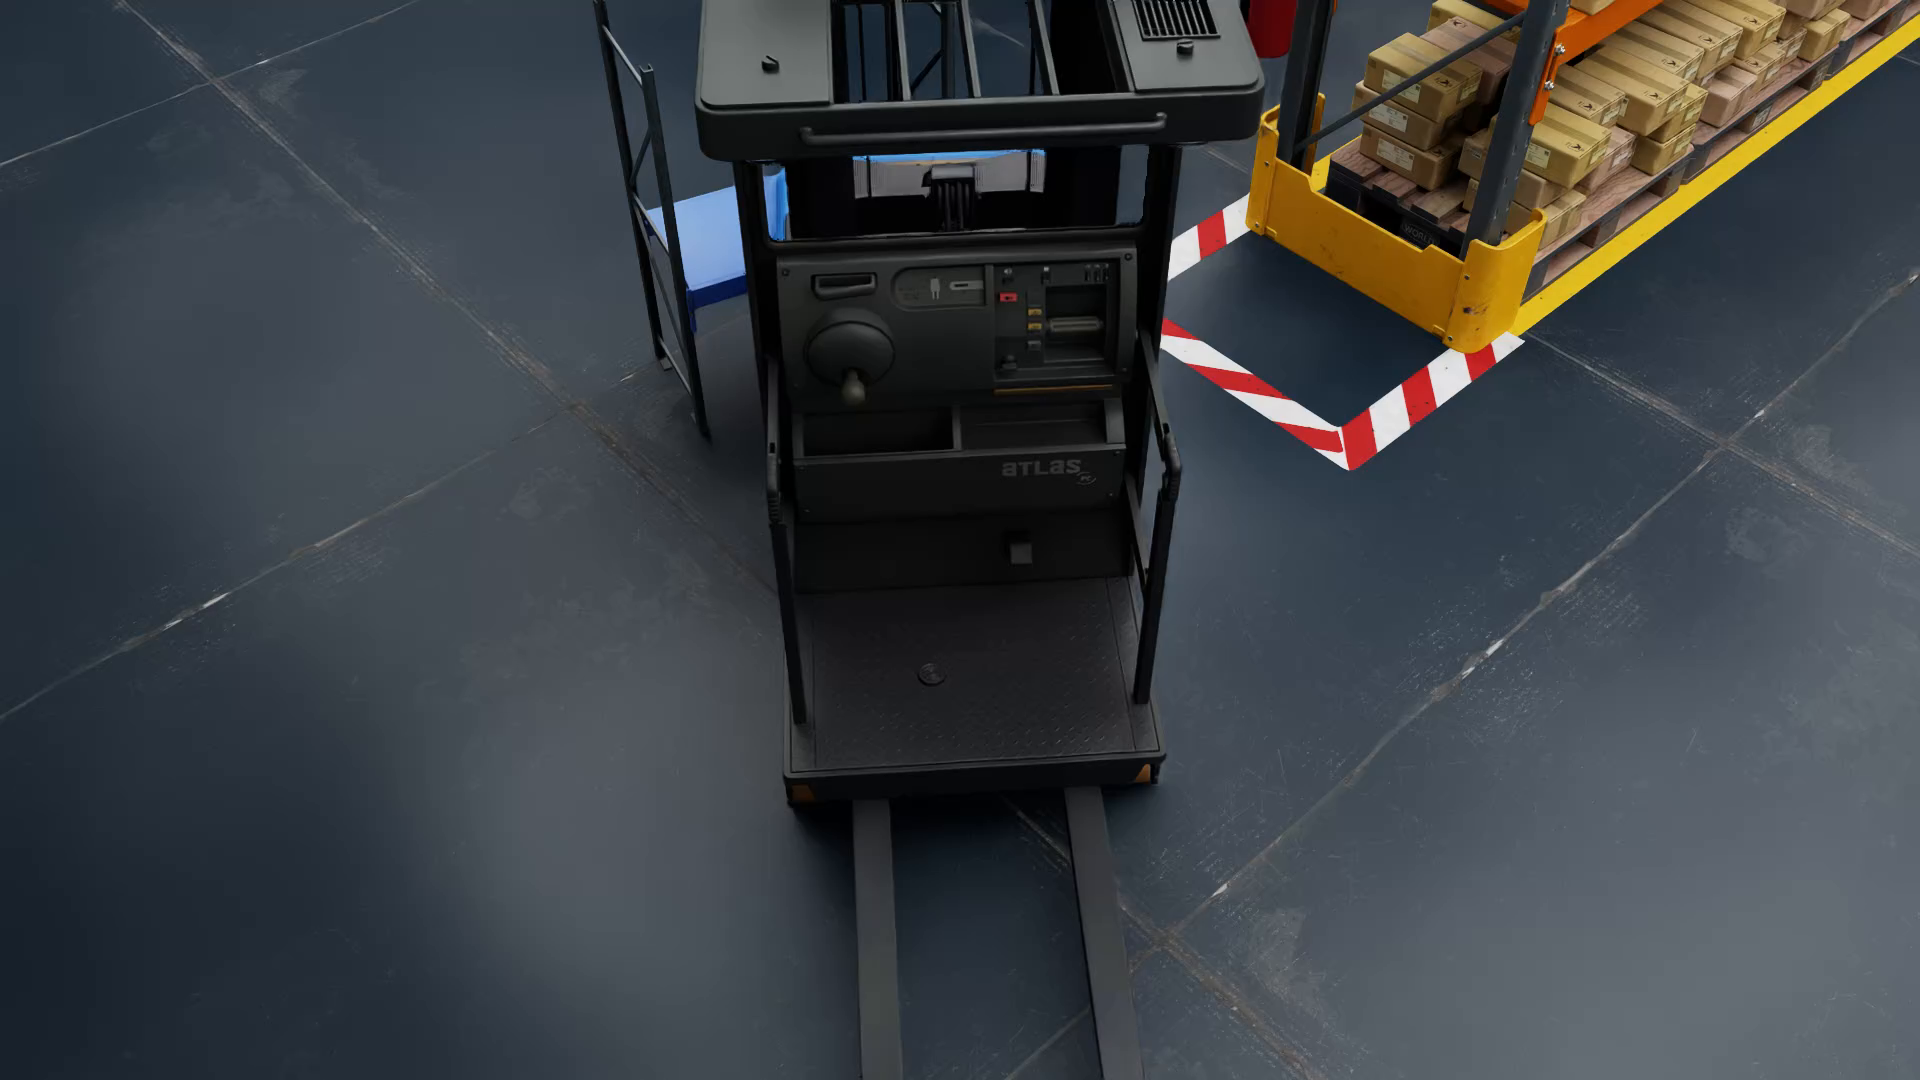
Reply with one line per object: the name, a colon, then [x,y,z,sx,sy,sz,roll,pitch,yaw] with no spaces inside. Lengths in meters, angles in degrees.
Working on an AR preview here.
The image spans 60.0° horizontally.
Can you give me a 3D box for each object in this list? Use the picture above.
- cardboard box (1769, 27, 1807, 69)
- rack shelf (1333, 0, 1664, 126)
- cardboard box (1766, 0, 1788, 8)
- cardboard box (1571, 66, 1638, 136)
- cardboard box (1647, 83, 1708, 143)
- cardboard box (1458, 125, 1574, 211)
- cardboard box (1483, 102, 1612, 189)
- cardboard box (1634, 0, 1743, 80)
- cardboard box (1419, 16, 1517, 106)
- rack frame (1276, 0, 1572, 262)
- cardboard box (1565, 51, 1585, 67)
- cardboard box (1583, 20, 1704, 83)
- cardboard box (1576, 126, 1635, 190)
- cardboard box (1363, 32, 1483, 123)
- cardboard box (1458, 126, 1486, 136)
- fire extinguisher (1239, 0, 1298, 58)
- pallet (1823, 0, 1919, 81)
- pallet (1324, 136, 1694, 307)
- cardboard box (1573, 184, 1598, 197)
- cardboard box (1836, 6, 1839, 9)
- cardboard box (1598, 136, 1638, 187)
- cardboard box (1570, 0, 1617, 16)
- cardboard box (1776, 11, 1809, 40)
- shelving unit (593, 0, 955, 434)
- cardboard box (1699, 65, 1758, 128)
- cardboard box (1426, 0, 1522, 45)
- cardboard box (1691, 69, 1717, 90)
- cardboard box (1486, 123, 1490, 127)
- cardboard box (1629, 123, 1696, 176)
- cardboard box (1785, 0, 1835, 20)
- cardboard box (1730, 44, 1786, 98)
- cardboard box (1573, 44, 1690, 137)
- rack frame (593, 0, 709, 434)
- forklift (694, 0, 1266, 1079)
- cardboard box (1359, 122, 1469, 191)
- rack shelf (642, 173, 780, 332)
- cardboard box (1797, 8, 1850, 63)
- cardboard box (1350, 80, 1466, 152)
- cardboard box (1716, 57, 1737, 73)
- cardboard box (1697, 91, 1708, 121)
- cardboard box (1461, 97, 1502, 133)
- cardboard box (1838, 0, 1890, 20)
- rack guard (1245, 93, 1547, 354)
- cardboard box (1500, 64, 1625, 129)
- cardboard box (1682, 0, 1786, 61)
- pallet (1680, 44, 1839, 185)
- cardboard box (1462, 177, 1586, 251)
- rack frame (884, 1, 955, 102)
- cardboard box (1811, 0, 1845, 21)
cardboard box: [3.528,-2.250,7.439,0.250,0.149,0.380,-33,55,-27]
rack shelf: [3.113,-2.825,6.805,4.000,0.370,1.077,-34,56,-27]
cardboard box: [3.332,-2.369,7.144,0.250,0.149,0.380,-34,56,-27]
cardboard box: [2.556,-1.750,6.775,0.250,0.149,0.380,-33,55,-27]
cardboard box: [2.819,-1.818,6.838,0.250,0.149,0.380,-32,55,-26]
cardboard box: [2.194,-1.476,6.522,0.250,0.149,0.380,-32,55,-26]
cardboard box: [2.250,-1.532,6.371,0.250,0.149,0.380,-36,57,-29]
cardboard box: [2.985,-2.088,6.885,0.250,0.149,0.380,-32,55,-26]
cardboard box: [2.079,-1.950,6.757,0.250,0.149,0.380,-33,55,-26]
rack frame: [1.633,-2.080,5.628,0.127,3.000,1.000,-34,56,-27]
cardboard box: [2.483,-2.107,7.105,0.250,0.149,0.380,-34,56,-28]
cardboard box: [2.773,-1.956,6.763,0.380,0.149,0.250,36,57,29]
cardboard box: [2.434,-1.581,6.619,0.250,0.149,0.380,-34,56,-27]
cardboard box: [1.855,-1.857,6.672,0.250,0.149,0.380,-33,55,-27]
cardboard box: [2.005,-1.811,7.034,0.250,0.149,0.380,-32,55,-26]
fire extinguisher: [1.137,-2.054,5.910,0.183,0.674,0.296,-34,56,-27]
pallet: [4.120,-2.761,8.154,1.213,0.211,1.003,-34,56,-27]
pallet: [2.315,-1.554,7.041,1.213,0.211,1.003,-34,56,-27]
cardboard box: [2.375,-1.514,6.760,0.250,0.149,0.380,-34,56,-27]
cardboard box: [3.855,-2.541,7.708,0.250,0.149,0.380,-35,56,-28]
cardboard box: [2.554,-1.641,6.877,0.250,0.149,0.380,-33,55,-27]
cardboard box: [2.094,-1.977,5.704,0.250,0.149,0.380,-34,56,-27]
cardboard box: [3.557,-2.394,7.370,0.380,0.149,0.250,36,57,29]
shelving unit: [-0.596,-1.236,5.870,1.048,1.500,0.538,-20,50,-18]
cardboard box: [3.184,-1.962,7.173,0.380,0.149,0.250,36,57,29]
cardboard box: [2.185,-2.147,6.939,0.250,0.149,0.380,-35,56,-28]
cardboard box: [2.951,-2.000,7.006,0.380,0.149,0.250,36,57,29]
cardboard box: [2.258,-1.895,7.112,0.250,0.149,0.380,-34,56,-27]
cardboard box: [2.817,-1.708,6.939,0.250,0.149,0.380,-33,55,-27]
cardboard box: [3.589,-2.433,7.203,0.250,0.149,0.380,-36,57,-28]
cardboard box: [3.372,-2.113,7.312,0.250,0.149,0.380,-34,56,-27]
cardboard box: [2.645,-1.788,6.608,0.250,0.149,0.380,-34,56,-27]
rack frame: [-1.050,-1.068,5.715,0.032,1.500,0.500,-20,50,-18]
forklift: [0.013,-0.462,4.182,1.130,2.935,3.031,-3,47,-3]
cardboard box: [1.883,-1.629,6.866,0.250,0.149,0.380,-33,55,-27]
rack shelf: [-0.596,-1.114,6.002,1.000,0.185,0.538,-20,50,-18]
cardboard box: [3.766,-2.342,7.524,0.250,0.149,0.380,-34,56,-27]
cardboard box: [1.832,-1.773,6.796,0.250,0.149,0.380,-35,56,-28]
cardboard box: [3.124,-2.157,7.151,0.250,0.149,0.380,-31,54,-25]
cardboard box: [2.942,-1.886,7.103,0.250,0.149,0.380,-34,56,-27]
cardboard box: [2.062,-1.873,6.888,0.250,0.149,0.380,-35,56,-28]
cardboard box: [4.131,-2.605,7.767,0.250,0.149,0.380,-36,57,-28]
rack guard: [1.690,-1.270,6.581,0.348,0.500,1.175,-34,56,-27]
cardboard box: [2.373,-1.733,6.558,0.250,0.149,0.380,-33,55,-27]
cardboard box: [3.210,-2.193,6.982,0.250,0.149,0.380,-33,55,-27]
pallet: [3.217,-2.154,7.594,1.213,0.211,1.003,-34,56,-27]
cardboard box: [2.236,-1.341,6.600,0.250,0.149,0.380,-33,55,-26]
rack frame: [-0.142,-1.404,6.025,0.032,1.500,0.500,-20,50,-18]
cardboard box: [3.769,-2.516,7.482,0.250,0.149,0.380,-32,55,-26]
